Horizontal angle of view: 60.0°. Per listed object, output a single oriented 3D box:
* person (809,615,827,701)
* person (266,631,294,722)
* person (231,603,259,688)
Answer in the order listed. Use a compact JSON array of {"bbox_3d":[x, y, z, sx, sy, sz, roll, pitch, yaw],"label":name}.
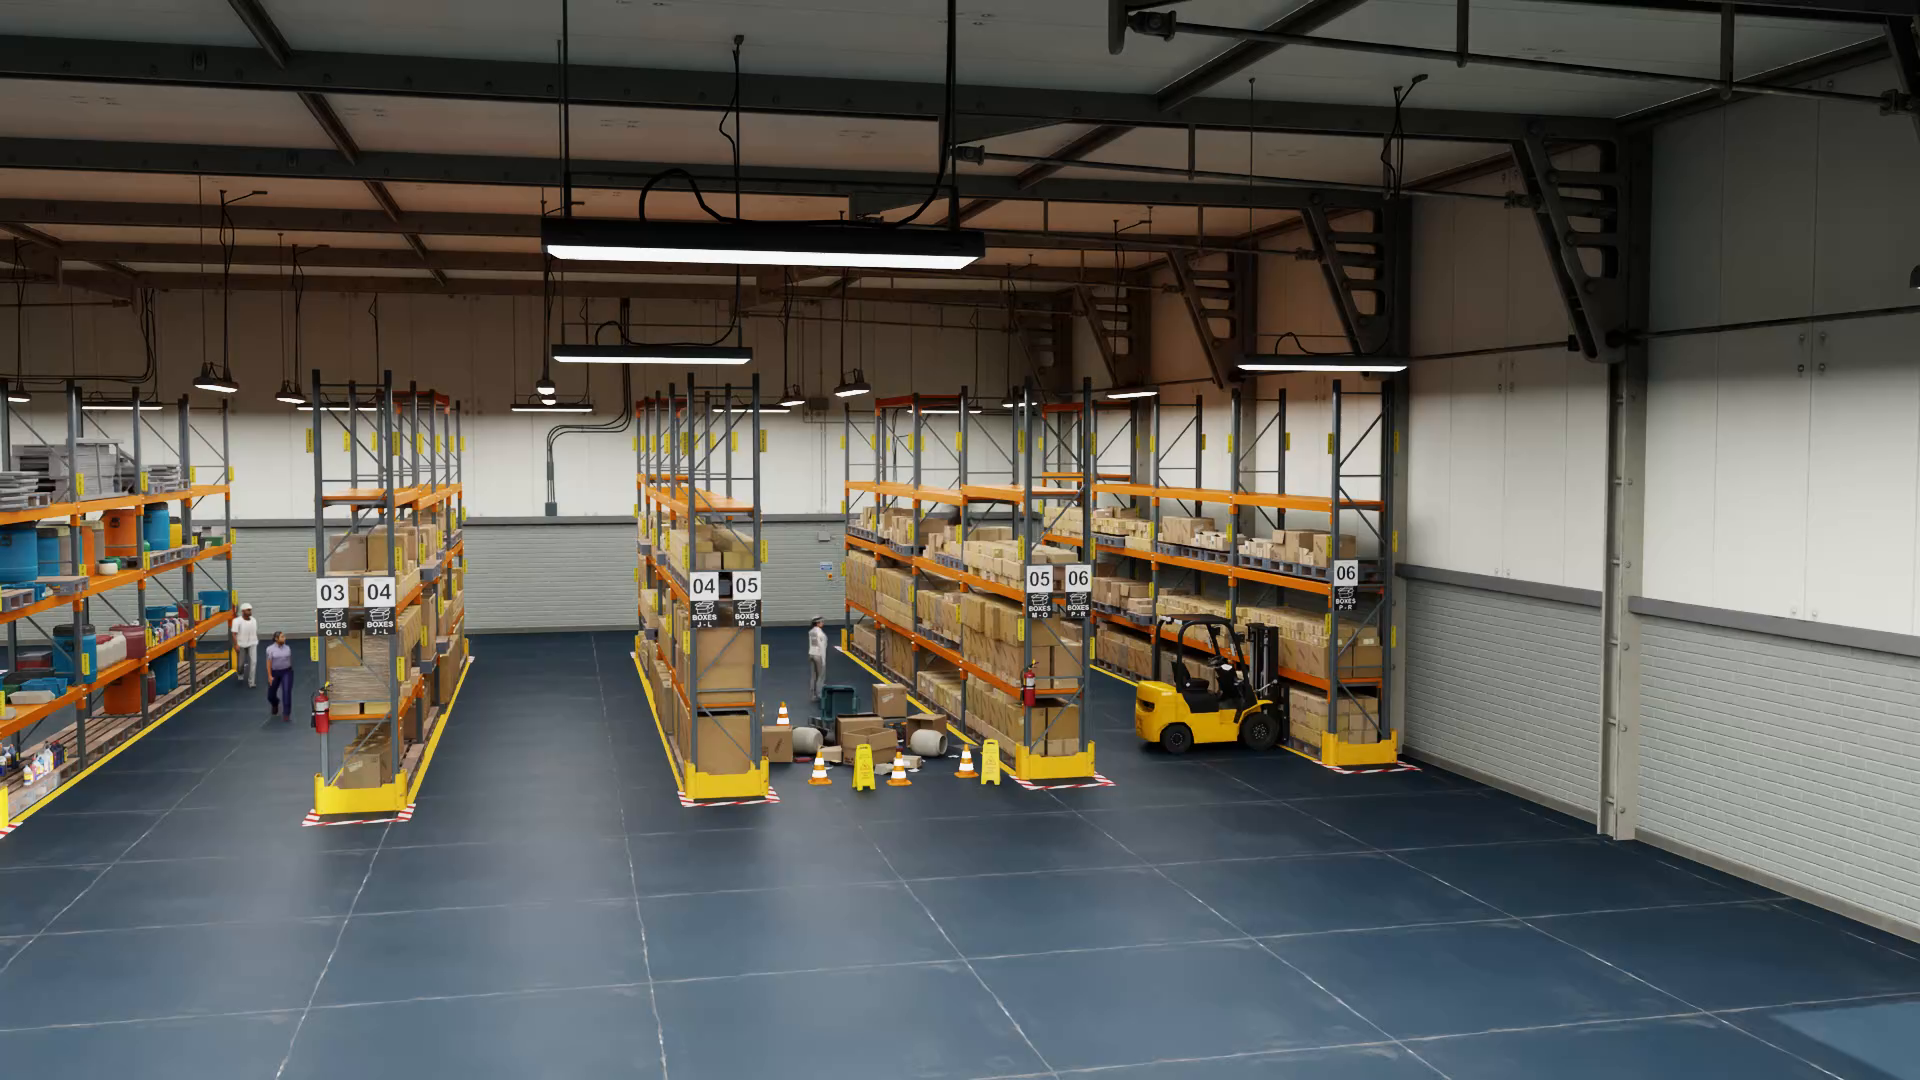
[{"bbox_3d":[-2.743,2.286,32.293,0.355,1.683,0.542,-2,4,-34],"label":"person"},{"bbox_3d":[-12.285,2.445,30.076,0.458,1.615,0.665,-1,3,-16],"label":"person"},{"bbox_3d":[-14.726,2.163,34.248,0.528,1.726,0.955,-2,4,-28],"label":"person"}]
